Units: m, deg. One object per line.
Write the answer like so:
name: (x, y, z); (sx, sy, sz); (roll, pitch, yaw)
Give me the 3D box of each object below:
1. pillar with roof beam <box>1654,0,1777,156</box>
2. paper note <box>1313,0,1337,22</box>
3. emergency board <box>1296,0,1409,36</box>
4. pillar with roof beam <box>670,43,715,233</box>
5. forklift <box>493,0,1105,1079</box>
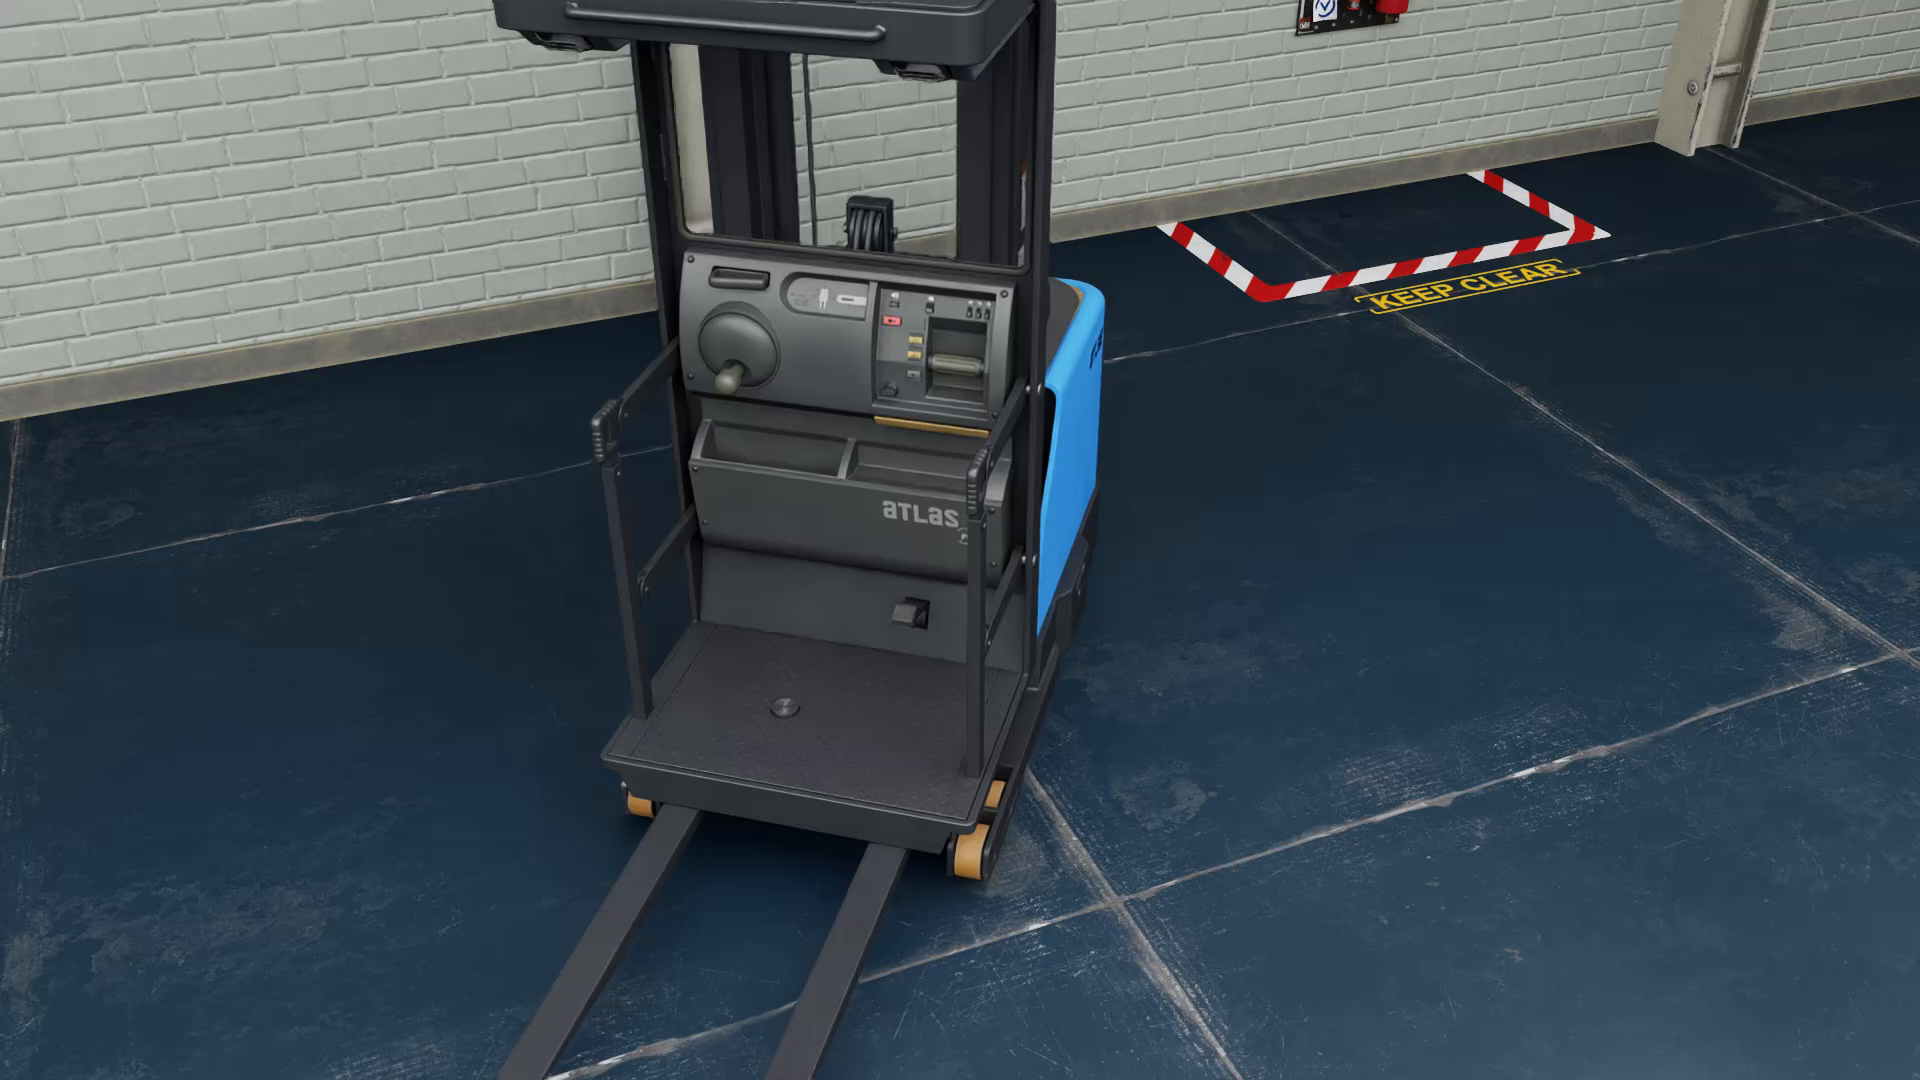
pillar with roof beam: (6.024, -3.961, 4.087); (0.400, 9.000, 9.100); (-13, 35, -19)
paper note: (1.874, -2.737, 8.514); (0.142, 0.148, 0.016); (-13, 35, -19)
emergency board: (2.064, -3.109, 8.278); (0.643, 1.169, 0.194); (-13, 35, -19)
pillar with roof beam: (0.492, -2.695, 2.140); (0.400, 9.000, 9.100); (-13, 35, -19)
forklift: (-0.369, -0.494, 4.321); (1.130, 2.935, 3.031); (8, 34, 12)
